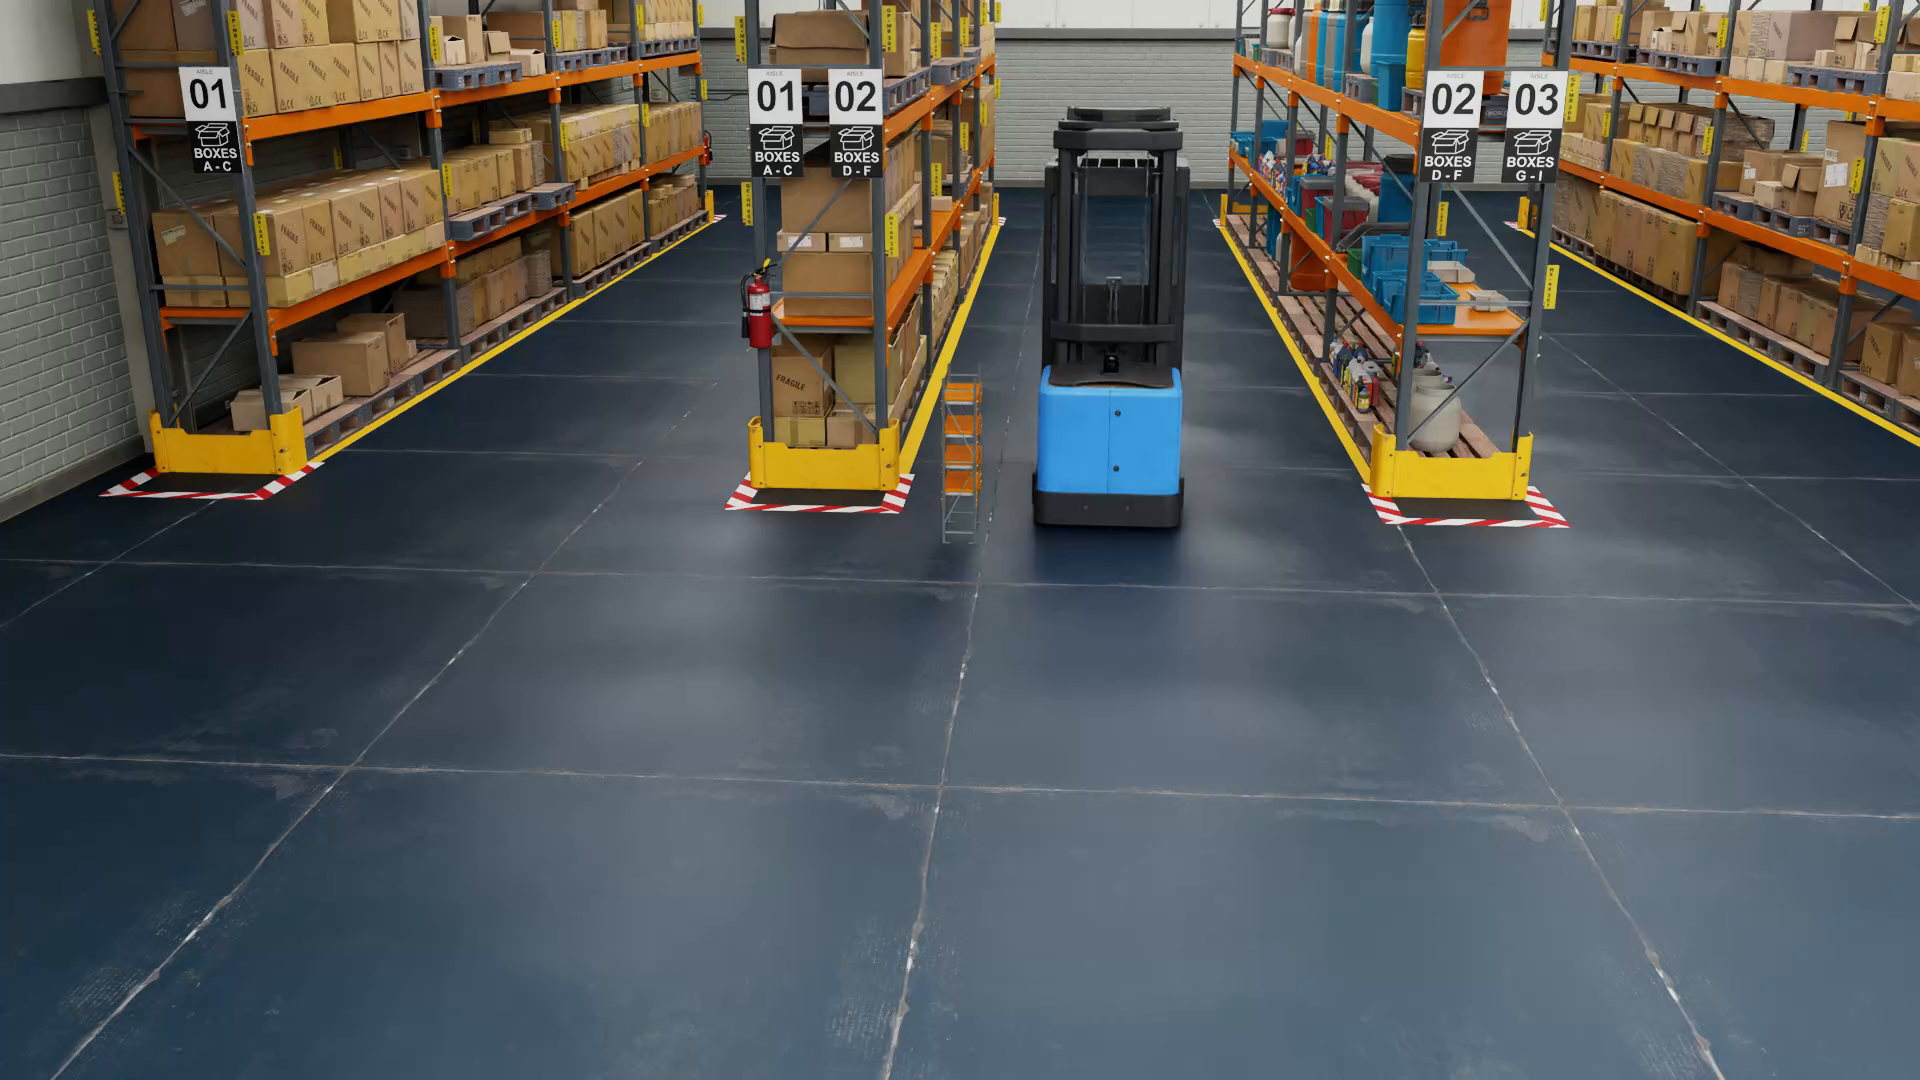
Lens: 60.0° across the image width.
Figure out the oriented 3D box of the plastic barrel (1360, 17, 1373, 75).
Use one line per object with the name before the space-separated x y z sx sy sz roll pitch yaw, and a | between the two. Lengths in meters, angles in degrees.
plastic barrel | 3.926 -4.567 15.372 0.421 0.512 0.421 0 18 0

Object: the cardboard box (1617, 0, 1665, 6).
cardboard box | 9.740 -7.760 23.772 0.500 0.250 0.500 0 18 0

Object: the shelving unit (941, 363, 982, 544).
shelving unit | 0.012 -0.622 11.893 0.258 1.200 0.503 1 18 4

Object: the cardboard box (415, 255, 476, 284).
cardboard box | -5.665 -2.983 18.312 0.500 0.250 0.500 1 18 3

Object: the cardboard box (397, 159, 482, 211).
cardboard box | -5.611 -3.826 17.916 0.700 0.500 0.500 3 18 10

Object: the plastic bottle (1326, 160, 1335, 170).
plastic bottle | 4.908 -4.844 21.969 0.144 0.351 0.185 1 18 4

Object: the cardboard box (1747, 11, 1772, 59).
cardboard box | 9.049 -5.563 18.301 0.500 0.500 0.500 1 18 4

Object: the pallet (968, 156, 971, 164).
pallet | -0.380 -5.277 23.520 1.003 0.211 1.213 1 18 4

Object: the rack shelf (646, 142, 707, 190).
rack shelf | -5.012 -6.003 26.582 1.077 0.370 4.000 1 18 4

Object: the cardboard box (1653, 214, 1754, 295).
cardboard box | 9.450 -3.554 20.688 1.225 0.875 0.875 0 18 1

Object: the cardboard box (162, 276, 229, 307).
cardboard box | -6.175 -2.085 13.676 0.500 0.250 0.500 2 18 5

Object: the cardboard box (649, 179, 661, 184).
cardboard box | -5.081 -5.796 27.091 0.380 0.149 0.250 2 18 5

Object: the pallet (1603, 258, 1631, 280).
pallet | 9.686 -3.826 23.259 1.003 0.211 1.213 1 18 4

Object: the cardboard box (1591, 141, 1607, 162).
cardboard box | 9.436 -5.605 23.975 0.500 0.250 0.500 1 18 3

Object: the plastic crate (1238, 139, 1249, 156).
plastic crate | 4.551 -6.122 25.963 0.416 0.233 0.300 1 18 4

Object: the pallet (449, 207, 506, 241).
pallet | -5.529 -3.382 17.736 1.003 0.211 1.213 1 18 4

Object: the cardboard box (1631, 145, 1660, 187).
cardboard box | 9.313 -4.991 22.176 0.500 0.500 0.500 1 18 3

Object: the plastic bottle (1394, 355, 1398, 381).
plastic bottle | 4.231 -1.662 15.846 0.152 0.276 0.135 1 18 4

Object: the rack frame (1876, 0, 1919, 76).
rack frame | 9.093 -5.758 15.045 1.000 3.000 0.127 1 18 4

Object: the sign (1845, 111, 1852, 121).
sign | 14.352 -6.916 26.821 0.100 0.325 0.005 1 18 4

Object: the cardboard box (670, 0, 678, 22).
cardboard box | -4.725 -8.373 26.043 0.500 0.500 0.500 0 18 1

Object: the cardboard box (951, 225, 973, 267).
cardboard box | -0.078 -4.009 22.648 0.500 0.500 0.500 1 18 2

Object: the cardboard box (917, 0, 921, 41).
cardboard box | -0.686 -5.408 17.155 0.500 0.500 0.500 3 18 9

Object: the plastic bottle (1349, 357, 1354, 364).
plastic bottle | 3.694 -1.584 15.615 0.097 0.271 0.097 0 18 0

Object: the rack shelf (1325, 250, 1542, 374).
rack shelf | 4.009 -2.055 14.533 1.077 0.370 4.000 1 18 4

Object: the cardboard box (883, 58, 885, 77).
cardboard box | -0.814 -3.821 13.454 0.380 0.149 0.250 1 18 4

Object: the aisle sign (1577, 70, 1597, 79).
aisle sign | 10.258 -7.885 26.996 0.394 0.787 0.004 1 18 4

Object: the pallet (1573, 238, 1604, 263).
pallet | 9.799 -4.301 24.711 1.003 0.211 1.213 1 18 4

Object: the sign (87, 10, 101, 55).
sign | -6.568 -3.862 12.652 0.100 0.325 0.005 1 18 4

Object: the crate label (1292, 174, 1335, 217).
crate label | 4.098 -3.975 19.179 0.502 0.435 0.616 1 18 4

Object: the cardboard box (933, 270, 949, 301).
cardboard box | -0.401 -2.889 18.765 0.500 0.311 0.500 2 18 5

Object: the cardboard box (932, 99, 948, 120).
cardboard box | -0.436 -6.300 24.566 0.500 0.500 0.500 1 18 4

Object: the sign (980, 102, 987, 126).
sign | 0.340 -6.153 24.025 0.100 0.325 0.005 1 18 4

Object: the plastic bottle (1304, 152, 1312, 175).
plastic bottle | 4.843 -5.190 23.023 0.144 0.351 0.185 1 18 4

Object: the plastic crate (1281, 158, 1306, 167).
plastic crate | 4.902 -5.547 24.362 0.396 0.136 0.243 1 18 4

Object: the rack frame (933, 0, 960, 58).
rack frame | -0.501 -7.223 19.514 1.000 3.000 0.127 1 18 4

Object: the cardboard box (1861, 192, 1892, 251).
cardboard box | 8.999 -2.958 15.495 0.875 0.500 0.500 1 18 4

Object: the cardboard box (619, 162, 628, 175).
cardboard box | -4.916 -5.261 23.532 0.380 0.149 0.250 1 18 4

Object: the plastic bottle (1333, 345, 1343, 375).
plastic bottle | 3.697 -1.743 16.091 0.152 0.276 0.135 2 18 6

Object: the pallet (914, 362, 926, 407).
pallet | -0.886 -1.559 16.340 1.003 0.211 1.213 1 18 4

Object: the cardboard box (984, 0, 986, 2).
cardboard box | 0.052 -8.645 26.905 0.700 0.500 0.500 1 18 4

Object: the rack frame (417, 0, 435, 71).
rack frame | -5.729 -6.090 16.057 1.000 3.000 0.127 1 18 4

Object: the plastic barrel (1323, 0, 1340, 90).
plastic barrel | 4.020 -5.048 16.888 0.600 0.901 0.600 0 18 0

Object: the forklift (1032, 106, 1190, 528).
forklift | 1.200 -1.895 13.000 1.130 2.935 3.031 2 18 5

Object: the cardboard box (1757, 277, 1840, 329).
cardboard box | 9.291 -2.614 18.390 0.700 0.500 0.500 3 18 9

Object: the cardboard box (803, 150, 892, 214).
cardboard box | -0.957 -3.033 14.117 0.700 0.500 0.500 1 18 4

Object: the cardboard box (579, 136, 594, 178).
cardboard box | -5.105 -4.987 21.656 0.500 0.500 0.500 2 18 6

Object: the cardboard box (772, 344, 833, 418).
cardboard box | -1.333 -1.310 13.640 0.500 0.500 0.500 1 18 4

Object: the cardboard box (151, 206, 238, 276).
cardboard box | -6.194 -2.443 13.565 0.500 0.500 0.500 1 18 3

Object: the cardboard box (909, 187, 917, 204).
cardboard box | -0.613 -3.320 16.034 0.380 0.149 0.250 1 18 3

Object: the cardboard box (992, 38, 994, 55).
cardboard box | 0.299 -8.045 27.083 0.500 0.250 0.500 1 18 4

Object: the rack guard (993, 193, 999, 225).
rack guard | 0.067 -5.645 28.349 1.175 0.500 0.348 1 18 4

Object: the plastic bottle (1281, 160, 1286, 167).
plastic bottle | 4.398 -5.017 22.618 0.152 0.276 0.135 1 18 4

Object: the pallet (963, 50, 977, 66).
pallet | -0.402 -6.427 22.206 1.213 0.211 1.003 1 18 4

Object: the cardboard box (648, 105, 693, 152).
cardboard box | -4.936 -6.724 27.144 0.980 0.700 0.700 1 18 3

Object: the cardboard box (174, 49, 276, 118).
cardboard box | -5.742 -3.578 13.014 0.500 0.500 0.500 2 18 5
